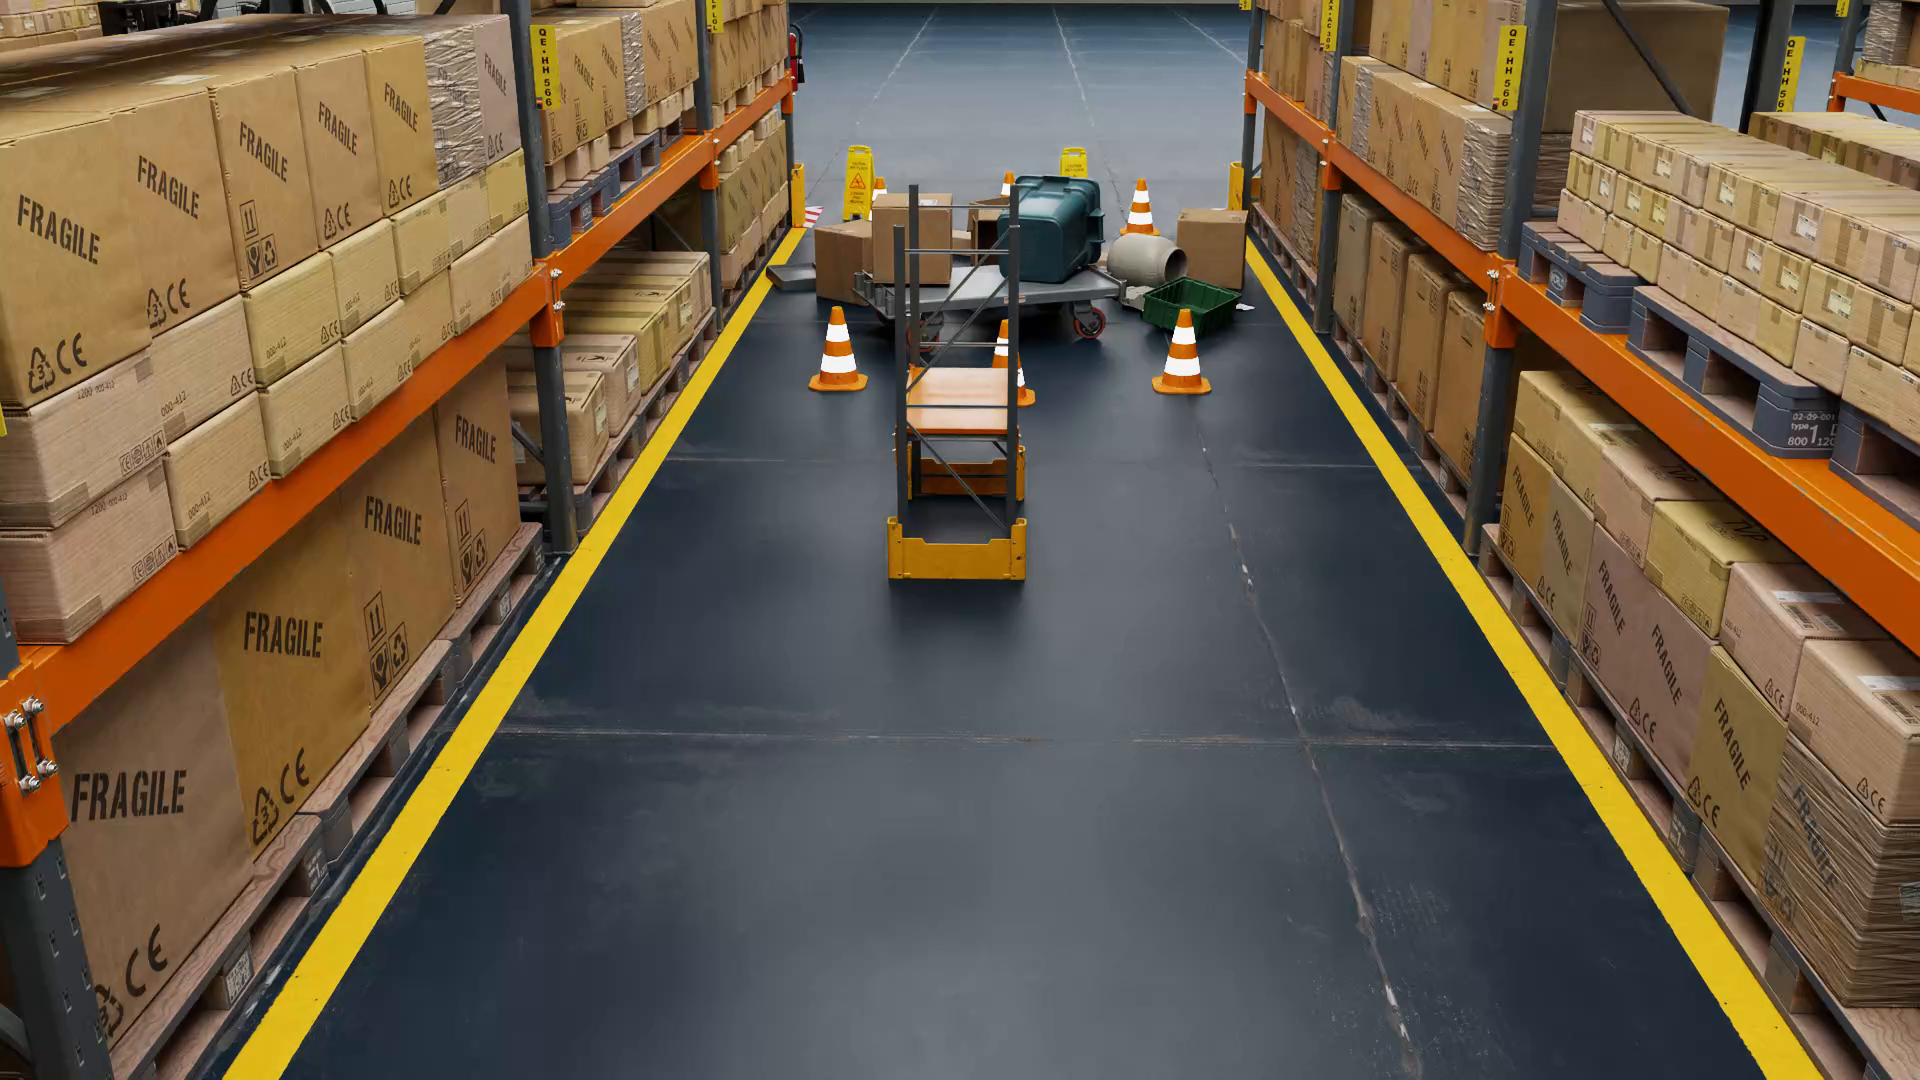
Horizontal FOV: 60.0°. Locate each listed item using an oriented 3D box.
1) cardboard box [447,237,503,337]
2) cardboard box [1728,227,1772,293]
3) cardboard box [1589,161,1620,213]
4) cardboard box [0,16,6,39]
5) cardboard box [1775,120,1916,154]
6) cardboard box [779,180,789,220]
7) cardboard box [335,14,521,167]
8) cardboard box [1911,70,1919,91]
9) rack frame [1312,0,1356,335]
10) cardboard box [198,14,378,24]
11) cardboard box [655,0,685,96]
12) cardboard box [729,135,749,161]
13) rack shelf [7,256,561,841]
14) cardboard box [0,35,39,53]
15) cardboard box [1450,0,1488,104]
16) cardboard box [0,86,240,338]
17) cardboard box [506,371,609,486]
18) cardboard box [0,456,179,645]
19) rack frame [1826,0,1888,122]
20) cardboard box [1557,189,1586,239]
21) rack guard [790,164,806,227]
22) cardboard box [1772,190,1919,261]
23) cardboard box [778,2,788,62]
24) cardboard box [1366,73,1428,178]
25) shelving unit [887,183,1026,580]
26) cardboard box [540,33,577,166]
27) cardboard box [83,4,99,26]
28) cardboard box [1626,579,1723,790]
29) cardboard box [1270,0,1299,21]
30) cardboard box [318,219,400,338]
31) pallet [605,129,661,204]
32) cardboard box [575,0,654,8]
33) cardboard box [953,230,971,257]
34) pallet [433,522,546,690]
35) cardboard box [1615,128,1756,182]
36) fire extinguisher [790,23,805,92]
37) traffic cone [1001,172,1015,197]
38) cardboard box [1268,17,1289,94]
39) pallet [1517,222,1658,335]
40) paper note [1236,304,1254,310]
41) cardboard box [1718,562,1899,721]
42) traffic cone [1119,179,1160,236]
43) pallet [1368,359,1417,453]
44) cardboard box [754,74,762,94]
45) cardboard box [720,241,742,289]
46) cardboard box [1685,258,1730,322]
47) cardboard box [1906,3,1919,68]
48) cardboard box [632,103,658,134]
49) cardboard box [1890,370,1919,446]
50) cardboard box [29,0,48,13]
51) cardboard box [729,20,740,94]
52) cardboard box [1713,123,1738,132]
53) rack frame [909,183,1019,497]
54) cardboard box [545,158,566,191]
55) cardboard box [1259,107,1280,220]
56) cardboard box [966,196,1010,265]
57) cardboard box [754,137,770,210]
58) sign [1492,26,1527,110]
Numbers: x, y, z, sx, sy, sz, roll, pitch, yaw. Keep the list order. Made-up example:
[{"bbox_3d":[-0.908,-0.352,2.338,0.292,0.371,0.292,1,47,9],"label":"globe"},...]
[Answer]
[{"bbox_3d":[-1.965,-0.911,5.938,0.500,0.250,0.500,1,21,3],"label":"cardboard box"},{"bbox_3d":[2.484,-0.815,4.839,0.380,0.149,0.250,1,21,4],"label":"cardboard box"},{"bbox_3d":[2.520,-1.280,6.038,0.380,0.149,0.250,2,21,4],"label":"cardboard box"},{"bbox_3d":[-6.790,-3.501,11.369,0.380,0.149,0.250,1,21,2],"label":"cardboard box"},{"bbox_3d":[3.175,-1.417,5.978,0.380,0.149,0.250,0,21,1],"label":"cardboard box"},{"bbox_3d":[-1.722,-2.854,13.959,0.500,0.250,0.500,1,21,1],"label":"cardboard box"},{"bbox_3d":[-1.963,-1.675,6.178,0.500,0.500,0.500,0,21,0],"label":"cardboard box"},{"bbox_3d":[7.642,-3.556,12.895,0.380,0.149,0.250,1,21,2],"label":"cardboard box"},{"bbox_3d":[2.863,-2.780,10.547,1.000,3.000,0.127,1,21,2],"label":"rack frame"},{"bbox_3d":[-2.468,-1.689,6.214,0.500,0.500,0.500,0,21,0],"label":"cardboard box"},{"bbox_3d":[-1.886,-2.830,9.546,0.500,0.500,0.500,1,21,2],"label":"cardboard box"},{"bbox_3d":[-1.722,-2.805,11.897,0.380,0.149,0.250,1,21,4],"label":"cardboard box"},{"bbox_3d":[-2.270,-0.293,5.132,1.077,0.370,4.000,1,21,2],"label":"rack shelf"},{"bbox_3d":[-6.775,-3.244,11.604,0.500,0.500,0.500,1,21,3],"label":"cardboard box"},{"bbox_3d":[2.793,-2.377,7.988,0.700,0.500,0.500,0,21,1],"label":"cardboard box"},{"bbox_3d":[-2.042,-0.758,3.816,0.500,0.500,0.500,1,21,1],"label":"cardboard box"},{"bbox_3d":[-2.182,-0.527,7.791,0.950,0.372,0.625,-1,21,-2],"label":"cardboard box"},{"bbox_3d":[-2.053,0.008,3.568,0.500,0.250,0.500,0,21,0],"label":"cardboard box"},{"bbox_3d":[7.940,-4.135,14.039,1.000,3.000,0.127,1,21,2],"label":"rack frame"},{"bbox_3d":[2.526,-1.253,6.378,0.380,0.149,0.250,0,21,1],"label":"cardboard box"},{"bbox_3d":[-1.968,-3.051,14.702,1.175,0.500,0.348,1,21,2],"label":"rack guard"},{"bbox_3d":[2.478,-0.862,4.548,0.380,0.149,0.250,0,21,-1],"label":"cardboard box"},{"bbox_3d":[-1.707,-4.230,13.735,0.500,0.500,0.500,0,21,1],"label":"cardboard box"},{"bbox_3d":[2.546,-2.276,9.110,0.500,0.500,0.500,1,21,1],"label":"cardboard box"},{"bbox_3d":[0.002,-0.727,7.329,0.587,1.500,1.083,1,21,2],"label":"shelving unit"},{"bbox_3d":[-1.964,-1.893,7.131,0.500,0.500,0.500,0,21,0],"label":"cardboard box"},{"bbox_3d":[-6.770,-3.965,12.565,0.380,0.149,0.250,0,21,1],"label":"cardboard box"},{"bbox_3d":[2.427,0.441,5.121,0.500,0.500,0.500,0,21,0],"label":"cardboard box"},{"bbox_3d":[2.858,-4.265,12.674,0.875,0.550,0.550,1,21,2],"label":"cardboard box"},{"bbox_3d":[-1.992,-0.778,4.904,0.500,0.250,0.500,0,21,0],"label":"cardboard box"},{"bbox_3d":[-2.190,-1.978,8.746,1.003,0.211,1.213,1,21,2],"label":"pallet"},{"bbox_3d":[-1.868,-2.963,8.993,0.380,0.149,0.250,0,21,-1],"label":"cardboard box"},{"bbox_3d":[0.014,-2.419,13.558,0.380,0.149,0.250,13,25,29],"label":"cardboard box"},{"bbox_3d":[-2.308,0.233,6.638,1.003,0.211,1.213,1,21,2],"label":"pallet"},{"bbox_3d":[2.517,-1.339,5.777,0.380,0.149,0.250,1,21,1],"label":"cardboard box"},{"bbox_3d":[-1.502,-4.244,14.428,0.296,0.674,0.183,1,21,2],"label":"fire extinguisher"},{"bbox_3d":[0.431,-3.003,14.627,0.336,0.463,0.334,1,21,2],"label":"traffic cone"},{"bbox_3d":[2.882,-3.761,12.869,0.875,0.550,0.550,1,21,2],"label":"cardboard box"},{"bbox_3d":[2.827,-0.985,6.187,1.213,0.211,1.003,1,21,2],"label":"pallet"},{"bbox_3d":[1.979,-1.649,11.736,0.147,0.020,0.142,-16,26,-35],"label":"paper note"},{"bbox_3d":[2.419,0.275,4.512,0.500,0.250,0.500,2,21,4],"label":"cardboard box"},{"bbox_3d":[1.550,-2.867,14.279,0.336,0.463,0.334,1,21,2],"label":"traffic cone"},{"bbox_3d":[2.881,-0.758,9.190,1.003,0.211,1.213,1,21,2],"label":"pallet"},{"bbox_3d":[-1.732,-3.526,12.818,0.380,0.149,0.250,0,21,1],"label":"cardboard box"},{"bbox_3d":[-1.799,-1.922,11.557,0.500,0.250,0.500,0,21,-1],"label":"cardboard box"},{"bbox_3d":[2.488,-0.773,5.142,0.380,0.149,0.250,1,21,2],"label":"cardboard box"},{"bbox_3d":[8.000,-3.940,12.987,0.875,0.500,0.500,1,21,2],"label":"cardboard box"},{"bbox_3d":[-1.872,-2.319,9.125,0.380,0.149,0.250,1,21,2],"label":"cardboard box"},{"bbox_3d":[2.451,-0.296,3.912,0.380,0.149,0.250,1,21,1],"label":"cardboard box"},{"bbox_3d":[-6.735,-3.825,11.794,0.380,0.149,0.250,0,21,1],"label":"cardboard box"},{"bbox_3d":[-1.803,-3.321,11.392,0.500,0.500,0.500,1,21,1],"label":"cardboard box"},{"bbox_3d":[3.025,-1.540,7.212,0.500,0.500,0.500,1,21,2],"label":"cardboard box"},{"bbox_3d":[0.018,-0.914,7.811,0.500,1.500,0.032,1,21,2],"label":"rack frame"},{"bbox_3d":[-1.971,-1.648,7.395,0.380,0.149,0.250,-1,21,-2],"label":"cardboard box"},{"bbox_3d":[3.031,-3.186,13.949,0.875,0.875,0.875,1,21,2],"label":"cardboard box"},{"bbox_3d":[0.511,-2.417,13.064,0.797,0.503,0.637,-16,26,-35],"label":"cardboard box"},{"bbox_3d":[-1.764,-2.844,12.896,0.500,0.500,0.500,0,21,0],"label":"cardboard box"},{"bbox_3d":[2.187,-1.878,6.623,0.100,0.325,0.005,1,21,2],"label":"sign"}]
